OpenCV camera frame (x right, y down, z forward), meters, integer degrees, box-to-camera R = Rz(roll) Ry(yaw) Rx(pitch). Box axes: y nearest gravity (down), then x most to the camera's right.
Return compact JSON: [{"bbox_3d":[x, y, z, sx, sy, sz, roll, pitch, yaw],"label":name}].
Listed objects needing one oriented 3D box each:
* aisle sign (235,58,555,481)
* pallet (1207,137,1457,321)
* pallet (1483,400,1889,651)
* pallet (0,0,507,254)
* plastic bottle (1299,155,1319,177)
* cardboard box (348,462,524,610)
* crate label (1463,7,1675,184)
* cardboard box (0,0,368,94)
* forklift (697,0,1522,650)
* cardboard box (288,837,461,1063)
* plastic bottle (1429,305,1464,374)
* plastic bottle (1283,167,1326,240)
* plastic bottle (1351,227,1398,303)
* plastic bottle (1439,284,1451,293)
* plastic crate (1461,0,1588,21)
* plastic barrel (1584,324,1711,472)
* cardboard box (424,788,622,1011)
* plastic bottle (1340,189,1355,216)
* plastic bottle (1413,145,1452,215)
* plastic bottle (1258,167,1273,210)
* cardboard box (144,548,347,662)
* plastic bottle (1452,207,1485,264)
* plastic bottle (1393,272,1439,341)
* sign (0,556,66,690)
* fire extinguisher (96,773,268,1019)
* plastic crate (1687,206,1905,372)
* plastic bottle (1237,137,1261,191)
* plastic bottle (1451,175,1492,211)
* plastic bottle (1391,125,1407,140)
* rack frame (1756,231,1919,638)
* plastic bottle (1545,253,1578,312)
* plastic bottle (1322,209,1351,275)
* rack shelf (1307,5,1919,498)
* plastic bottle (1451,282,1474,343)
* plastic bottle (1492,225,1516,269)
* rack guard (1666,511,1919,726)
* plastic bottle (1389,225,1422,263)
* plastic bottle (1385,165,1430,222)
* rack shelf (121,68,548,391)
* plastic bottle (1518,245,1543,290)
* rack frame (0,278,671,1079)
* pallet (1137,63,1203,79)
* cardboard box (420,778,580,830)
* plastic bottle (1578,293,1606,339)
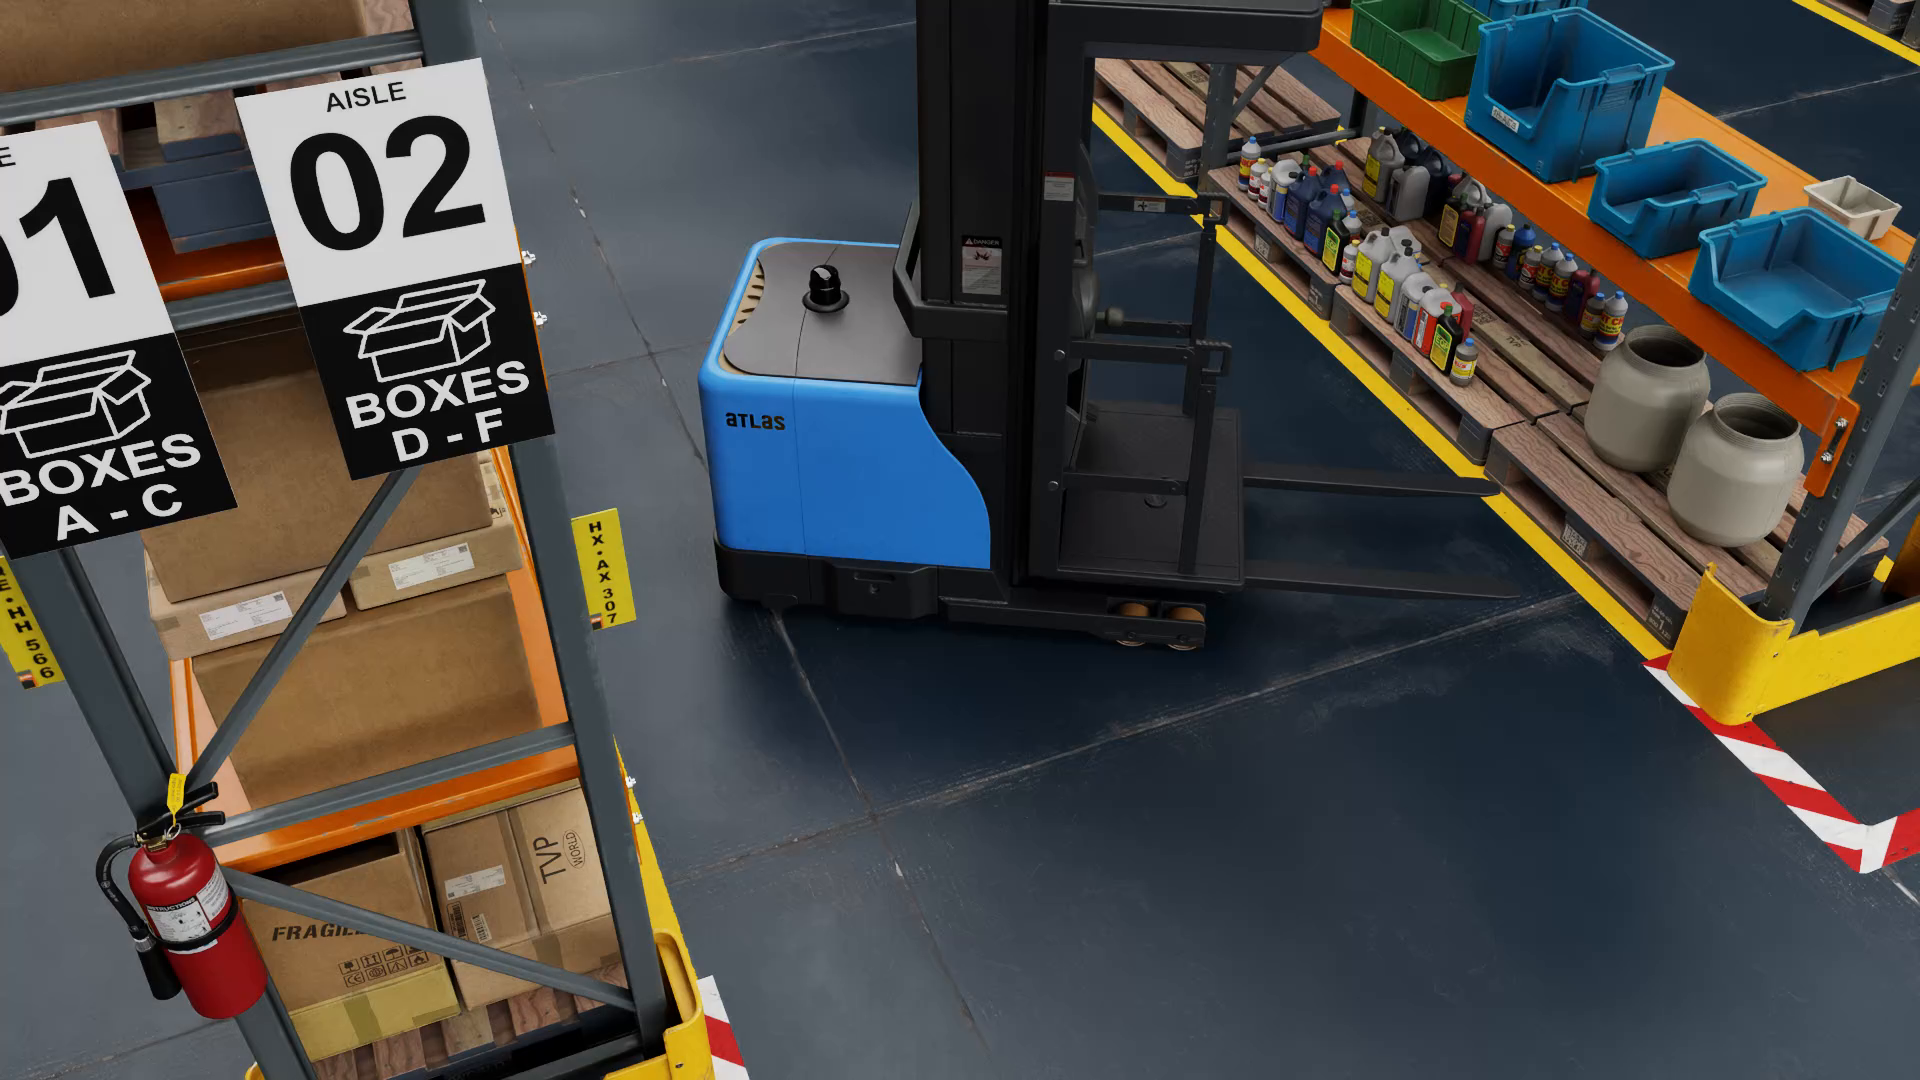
[{"bbox_3d":[-0.986,-0.461,2.992,0.394,0.787,0.004,-15,43,-17],"label":"aisle sign"},{"bbox_3d":[1.971,-1.610,8.460,1.003,0.211,1.213,-15,43,-17],"label":"pallet"},{"bbox_3d":[2.905,-0.140,6.751,1.003,0.211,1.213,-15,43,-17],"label":"pallet"},{"bbox_3d":[-1.541,-0.975,3.351,1.003,0.211,1.213,-15,43,-17],"label":"pallet"},{"bbox_3d":[1.717,-1.756,8.238,0.061,0.283,0.133,-15,43,-17],"label":"plastic bottle"},{"bbox_3d":[-1.246,-0.013,3.890,0.380,0.149,0.250,-15,43,-17],"label":"cardboard box"},{"bbox_3d":[2.329,-1.727,6.431,0.502,0.435,0.616,-15,43,-17],"label":"crate label"},{"bbox_3d":[-1.511,-1.175,3.006,0.797,0.503,0.637,-12,42,-14],"label":"cardboard box"},{"bbox_3d":[0.619,-1.064,5.740,3.031,2.935,1.130,4,41,5],"label":"forklift"},{"bbox_3d":[-1.773,1.195,4.846,0.500,0.250,0.500,-15,43,-17],"label":"cardboard box"},{"bbox_3d":[2.114,-0.872,7.209,0.061,0.283,0.133,-14,43,-16],"label":"plastic bottle"},{"bbox_3d":[1.678,-1.655,8.068,0.144,0.351,0.185,-14,43,-16],"label":"plastic bottle"},{"bbox_3d":[1.913,-1.285,7.638,0.144,0.351,0.185,-15,43,-17],"label":"plastic bottle"},{"bbox_3d":[2.159,-1.060,7.491,0.097,0.201,0.097,0,41,0],"label":"plastic bottle"},{"bbox_3d":[2.427,-2.427,7.385,0.499,0.251,0.616,-15,43,-17],"label":"plastic crate"},{"bbox_3d":[2.769,-0.568,6.695,0.421,0.512,0.421,0,41,0],"label":"plastic barrel"},{"bbox_3d":[-1.294,1.066,4.997,0.500,0.250,0.500,-15,43,-17],"label":"cardboard box"},{"bbox_3d":[1.845,-1.567,8.027,0.097,0.271,0.097,0,41,0],"label":"plastic bottle"},{"bbox_3d":[2.339,-1.813,8.252,0.144,0.351,0.185,-17,44,-19],"label":"plastic bottle"},{"bbox_3d":[1.547,-1.764,8.309,0.097,0.201,0.097,0,41,0],"label":"plastic bottle"},{"bbox_3d":[-1.617,0.095,3.765,0.380,0.149,0.250,-16,43,-18],"label":"cardboard box"},{"bbox_3d":[2.423,-1.467,7.901,0.061,0.283,0.133,-15,43,-17],"label":"plastic bottle"},{"bbox_3d":[2.051,-1.046,7.417,0.152,0.276,0.135,-16,43,-18],"label":"plastic bottle"},{"bbox_3d":[-1.801,0.159,3.194,0.100,0.325,0.005,-15,43,-17],"label":"sign"},{"bbox_3d":[-1.679,0.778,3.605,0.296,0.674,0.183,-15,43,-17],"label":"fire extinguisher"},{"bbox_3d":[2.815,-0.843,5.544,0.499,0.251,0.616,-15,43,-17],"label":"plastic crate"},{"bbox_3d":[1.470,-1.913,8.429,0.097,0.271,0.097,0,41,0],"label":"plastic bottle"},{"bbox_3d":[2.462,-1.618,8.025,0.144,0.351,0.185,-15,43,-17],"label":"plastic bottle"},{"bbox_3d":[2.242,-2.011,8.534,0.061,0.283,0.133,-13,42,-15],"label":"plastic bottle"},{"bbox_3d":[3.283,-0.672,5.231,1.000,3.000,0.127,-15,43,-17],"label":"rack frame"},{"bbox_3d":[2.746,-1.181,7.578,0.097,0.271,0.097,0,41,0],"label":"plastic bottle"},{"bbox_3d":[1.775,-1.405,7.830,0.061,0.283,0.133,-13,42,-15],"label":"plastic bottle"},{"bbox_3d":[2.518,-1.604,6.867,1.077,0.370,4.000,-15,43,-17],"label":"rack shelf"},{"bbox_3d":[2.203,-0.992,7.349,0.061,0.283,0.133,-15,43,-17],"label":"plastic bottle"},{"bbox_3d":[2.591,-1.398,7.884,0.097,0.201,0.097,0,41,0],"label":"plastic bottle"},{"bbox_3d":[3.211,0.241,6.086,1.175,0.500,0.348,-15,43,-17],"label":"rack guard"},{"bbox_3d":[2.040,-1.309,7.723,0.152,0.276,0.135,-15,43,-17],"label":"plastic bottle"},{"bbox_3d":[2.212,-1.732,8.215,0.152,0.276,0.135,-15,43,-17],"label":"plastic bottle"},{"bbox_3d":[-2.060,-1.508,4.454,1.077,0.370,4.000,-15,43,-17],"label":"rack shelf"},{"bbox_3d":[2.670,-1.274,7.740,0.097,0.201,0.097,0,41,0],"label":"plastic bottle"},{"bbox_3d":[-1.295,0.561,3.797,1.000,3.000,0.127,-15,43,-17],"label":"rack frame"},{"bbox_3d":[0.946,-3.224,10.337,1.003,0.211,1.213,-15,43,-17],"label":"pallet"},{"bbox_3d":[-1.487,0.481,5.102,0.500,0.500,0.500,-15,43,-17],"label":"cardboard box"},{"bbox_3d":[2.838,-1.010,7.433,0.097,0.201,0.097,0,41,0],"label":"plastic bottle"}]
